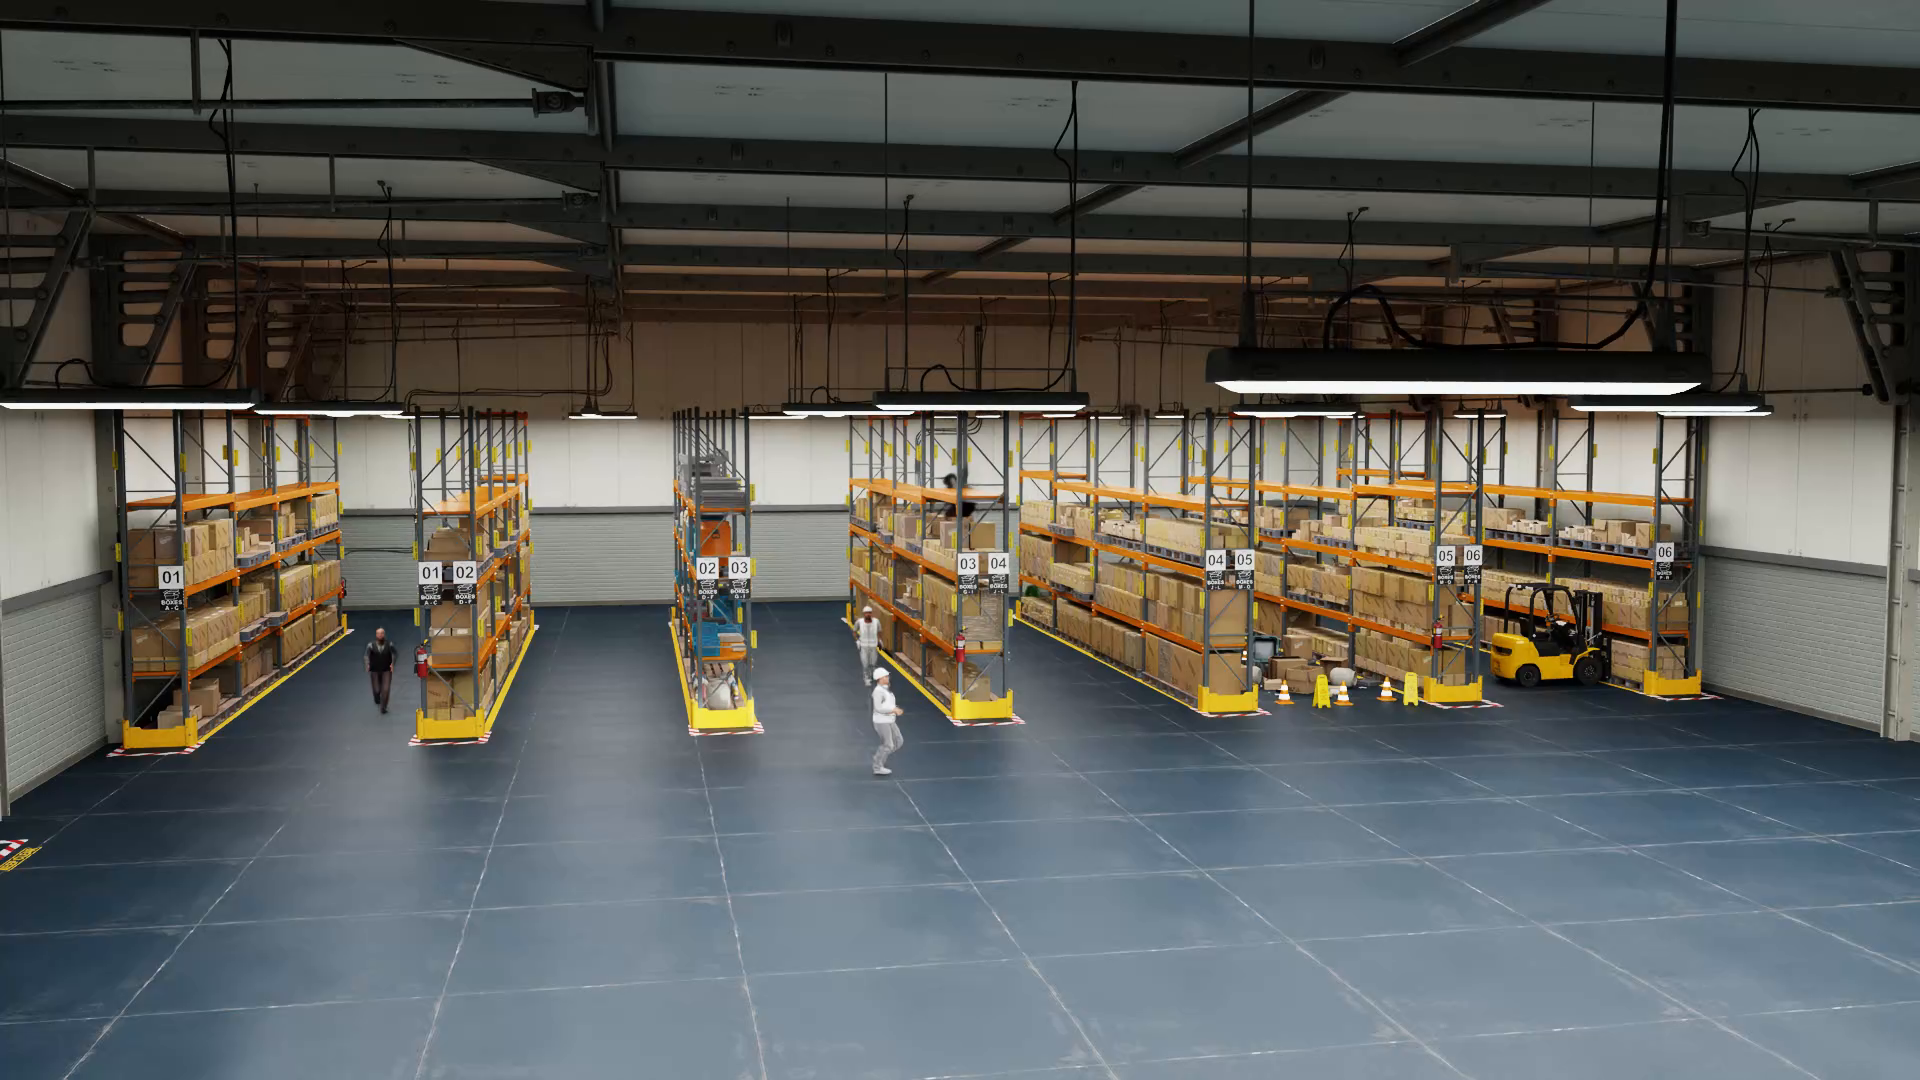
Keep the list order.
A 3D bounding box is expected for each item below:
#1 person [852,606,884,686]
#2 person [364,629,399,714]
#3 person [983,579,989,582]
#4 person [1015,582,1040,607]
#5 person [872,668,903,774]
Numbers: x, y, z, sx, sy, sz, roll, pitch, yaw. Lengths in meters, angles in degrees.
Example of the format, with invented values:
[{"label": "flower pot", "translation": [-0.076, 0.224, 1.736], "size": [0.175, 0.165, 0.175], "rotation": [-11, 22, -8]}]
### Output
[{"label": "person", "translation": [-2.017, 2.292, 36.200], "size": [0.664, 1.729, 0.637], "rotation": [-1, 4, -10]}, {"label": "person", "translation": [-11.389, 2.566, 32.745], "size": [0.647, 1.675, 0.633], "rotation": [-1, 4, -19]}, {"label": "person", "translation": [0.846, 1.584, 46.488], "size": [0.594, 1.654, 0.571], "rotation": [-1, 4, -17]}, {"label": "person", "translation": [2.103, 1.293, 50.082], "size": [1.128, 1.662, 0.722], "rotation": [2, 4, 21]}, {"label": "person", "translation": [-1.162, 2.931, 26.974], "size": [0.578, 1.726, 0.650], "rotation": [1, 4, 13]}]
